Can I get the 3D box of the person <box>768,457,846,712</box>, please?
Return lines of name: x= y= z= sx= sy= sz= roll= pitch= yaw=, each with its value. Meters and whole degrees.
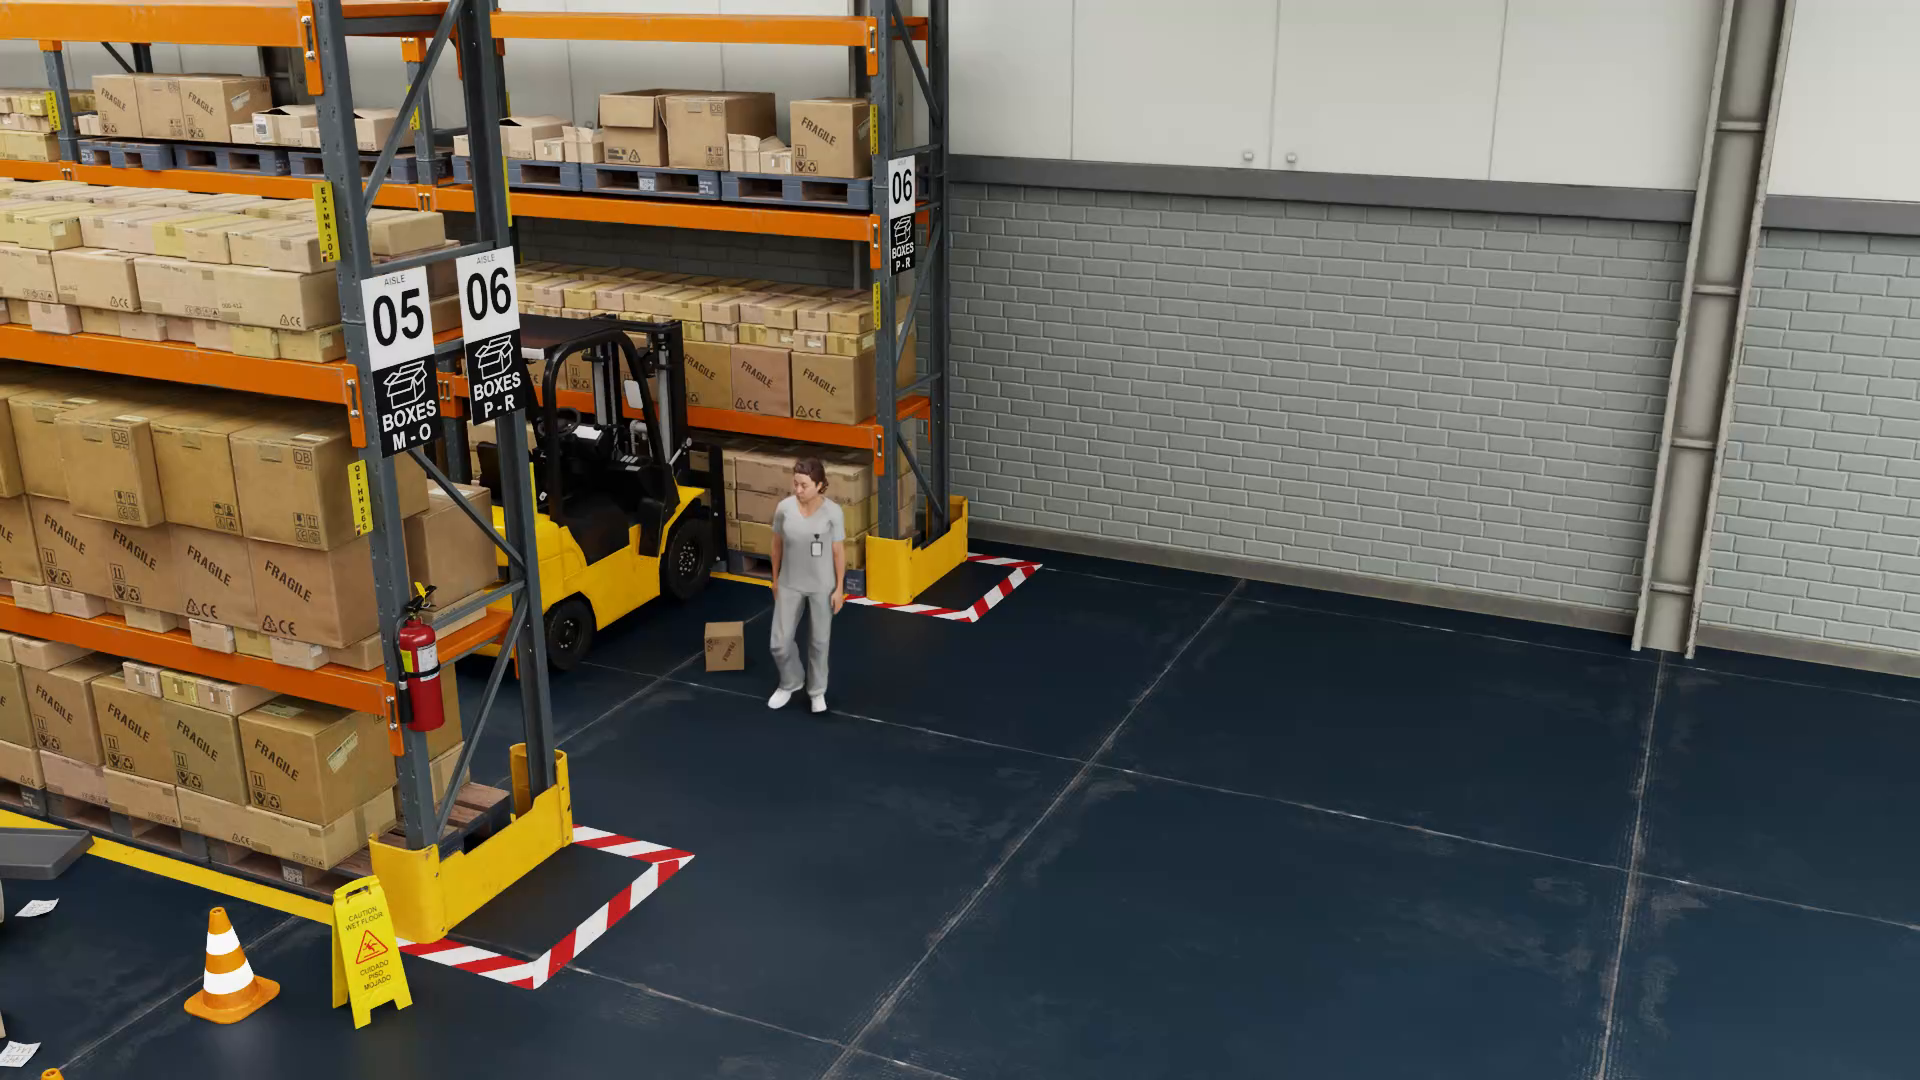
person: x=-0.950 y=0.277 z=10.203 sx=0.520 sy=1.665 sz=0.426 roll=0 pitch=19 yaw=1
